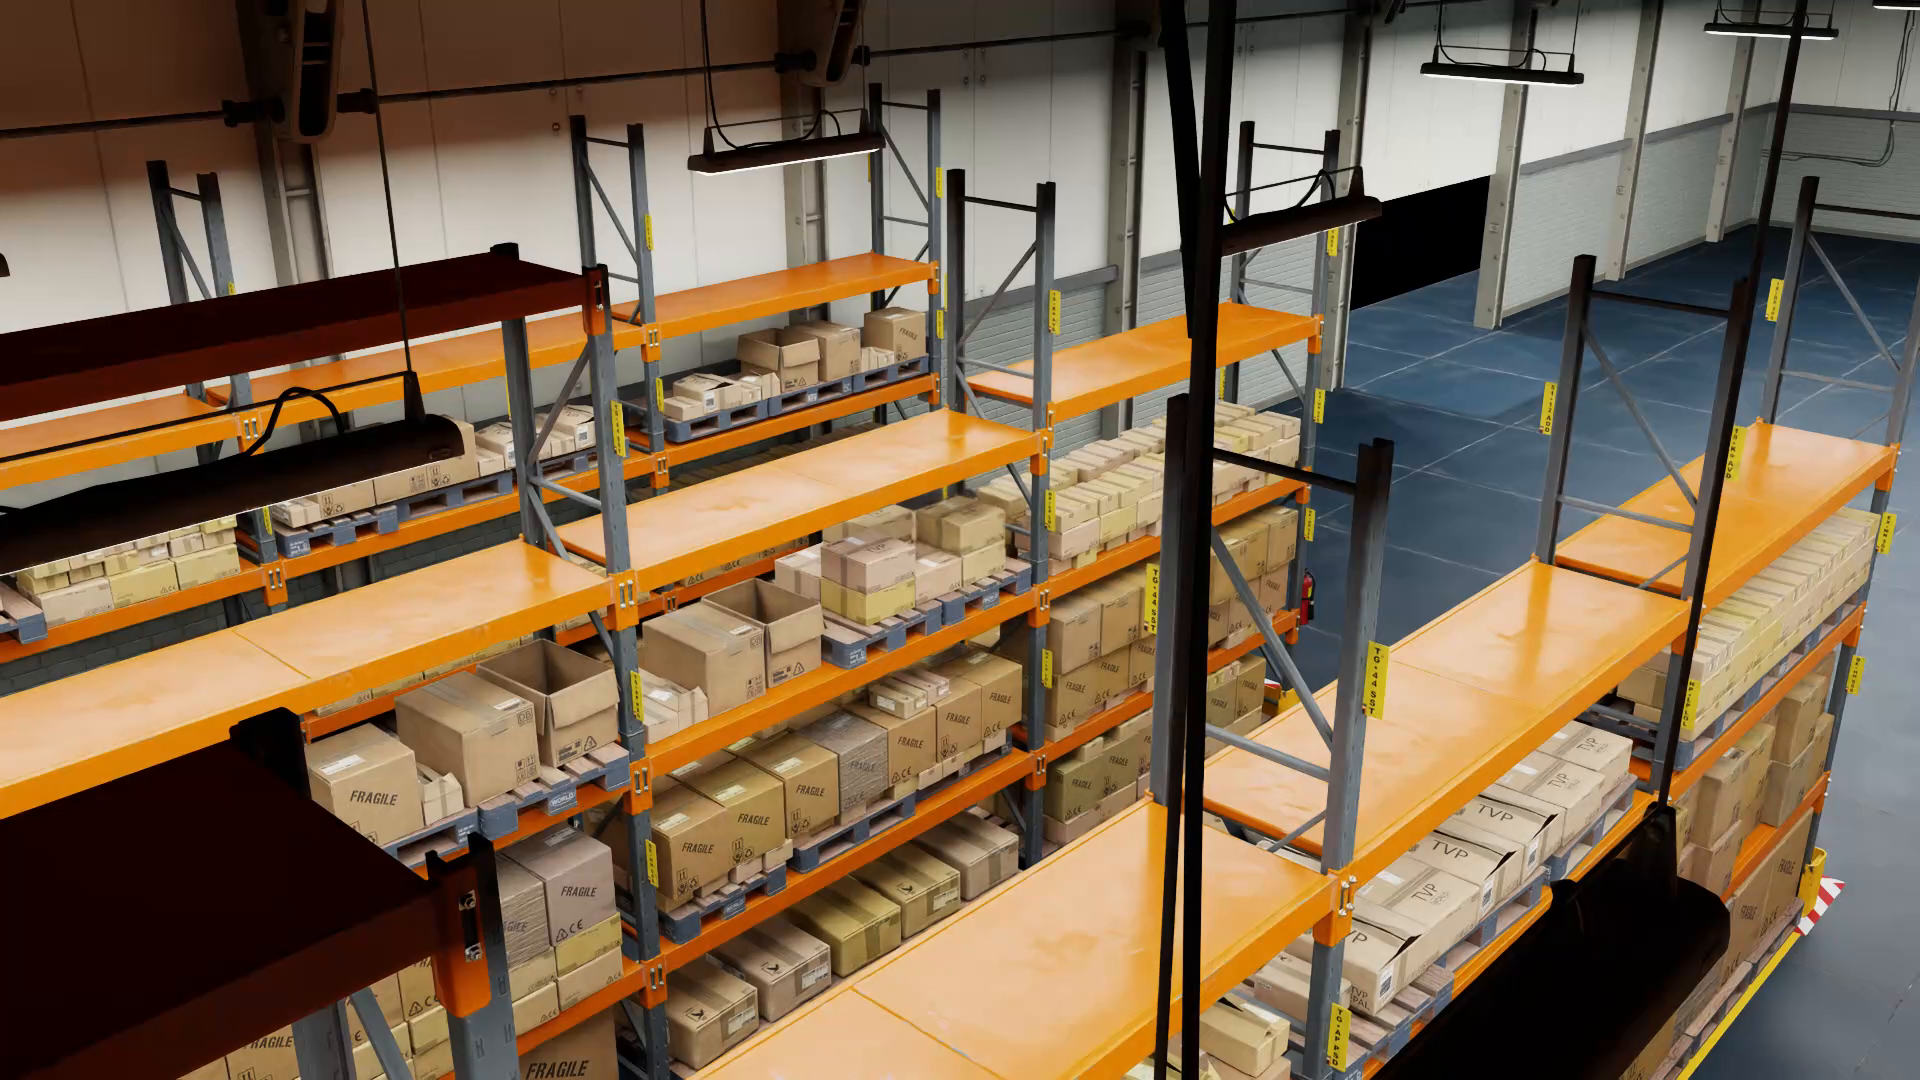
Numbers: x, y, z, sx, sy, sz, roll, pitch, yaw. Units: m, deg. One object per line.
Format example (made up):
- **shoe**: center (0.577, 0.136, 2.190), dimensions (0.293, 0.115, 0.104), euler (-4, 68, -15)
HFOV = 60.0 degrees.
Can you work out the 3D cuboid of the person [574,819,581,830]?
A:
- **person**: center (-3.095, 2.612, 13.091), dimensions (0.474, 1.592, 0.460), euler (15, 26, 33)
